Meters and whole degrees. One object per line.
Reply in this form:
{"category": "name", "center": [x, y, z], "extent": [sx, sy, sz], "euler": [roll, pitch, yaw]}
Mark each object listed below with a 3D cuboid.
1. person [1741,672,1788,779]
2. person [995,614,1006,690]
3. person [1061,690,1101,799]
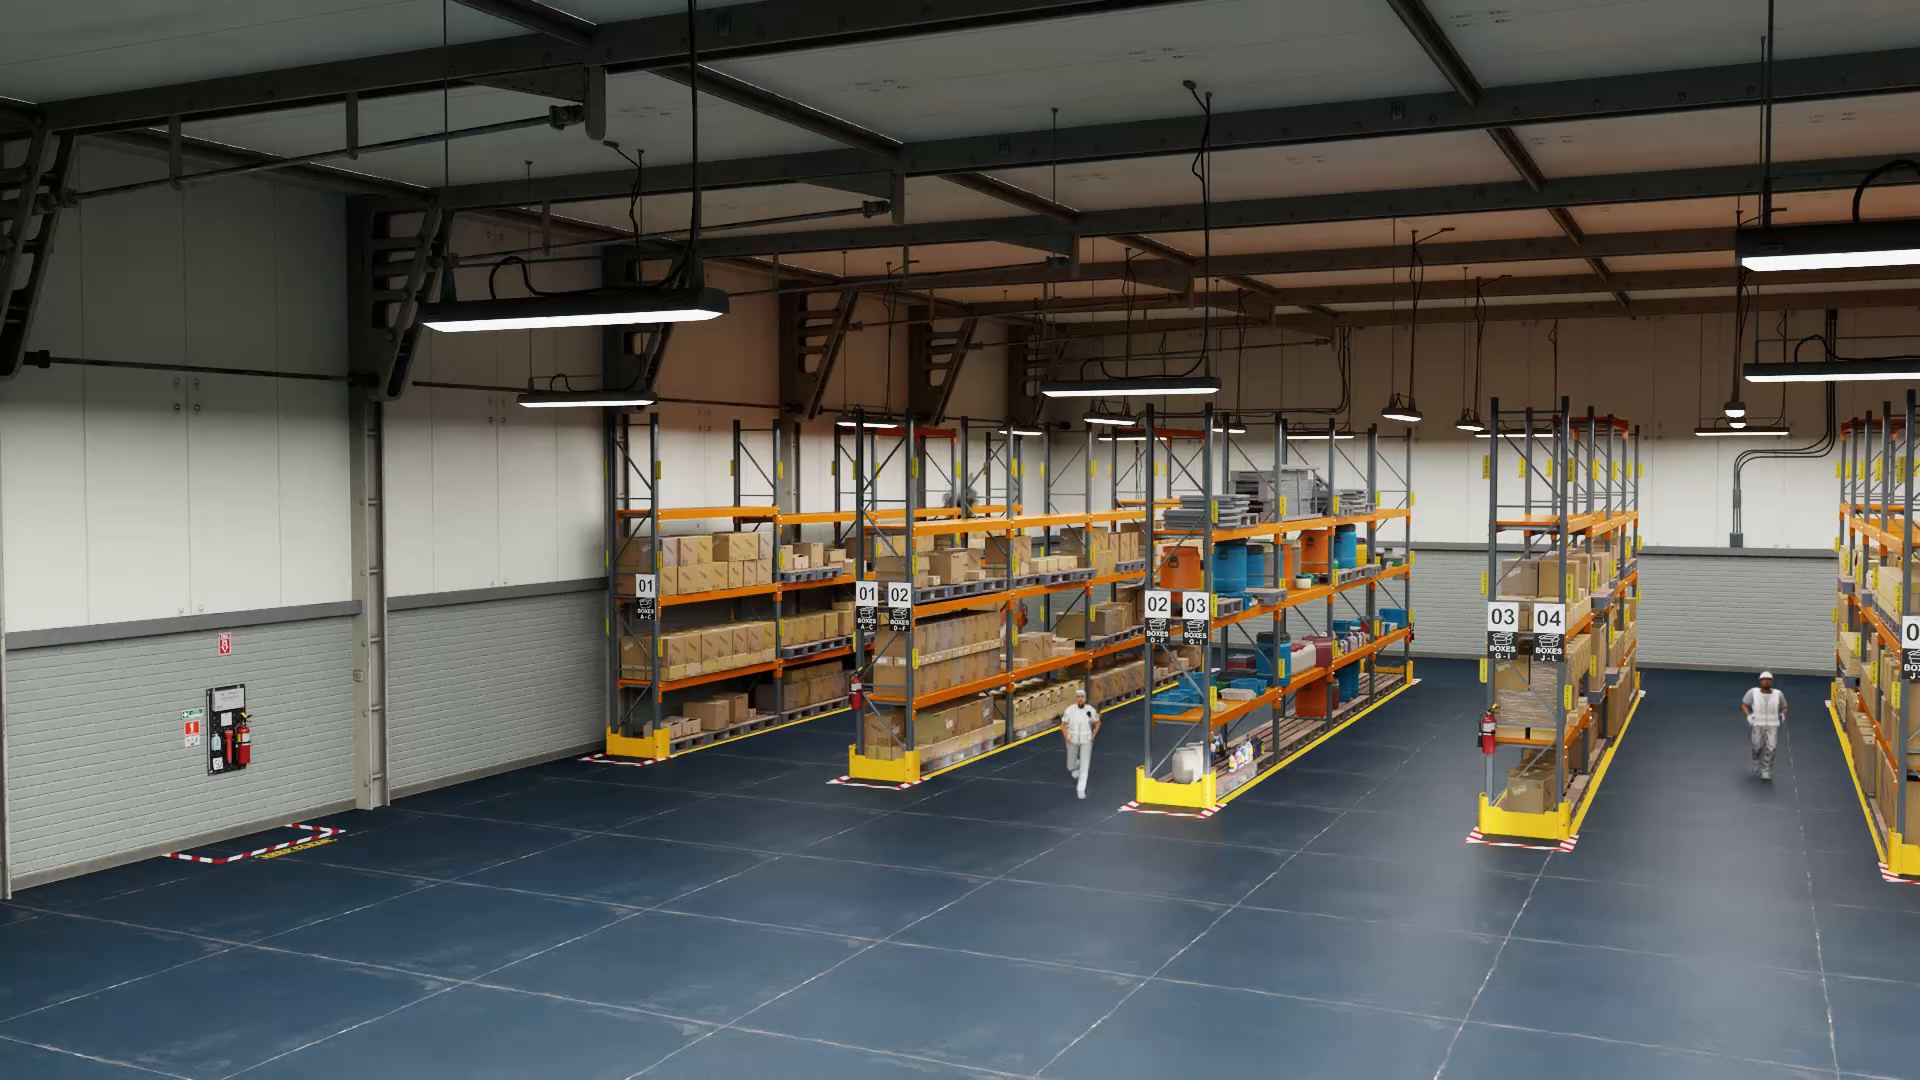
{"category": "person", "center": [13.020, 2.999, 26.881], "extent": [0.678, 1.733, 0.611], "euler": [1, 3, 18]}
{"category": "person", "center": [0.891, 2.539, 37.426], "extent": [0.659, 1.742, 0.668], "euler": [1, 3, 17]}
{"category": "person", "center": [1.866, 3.139, 25.724], "extent": [0.606, 1.624, 0.805], "euler": [0, 2, 10]}
